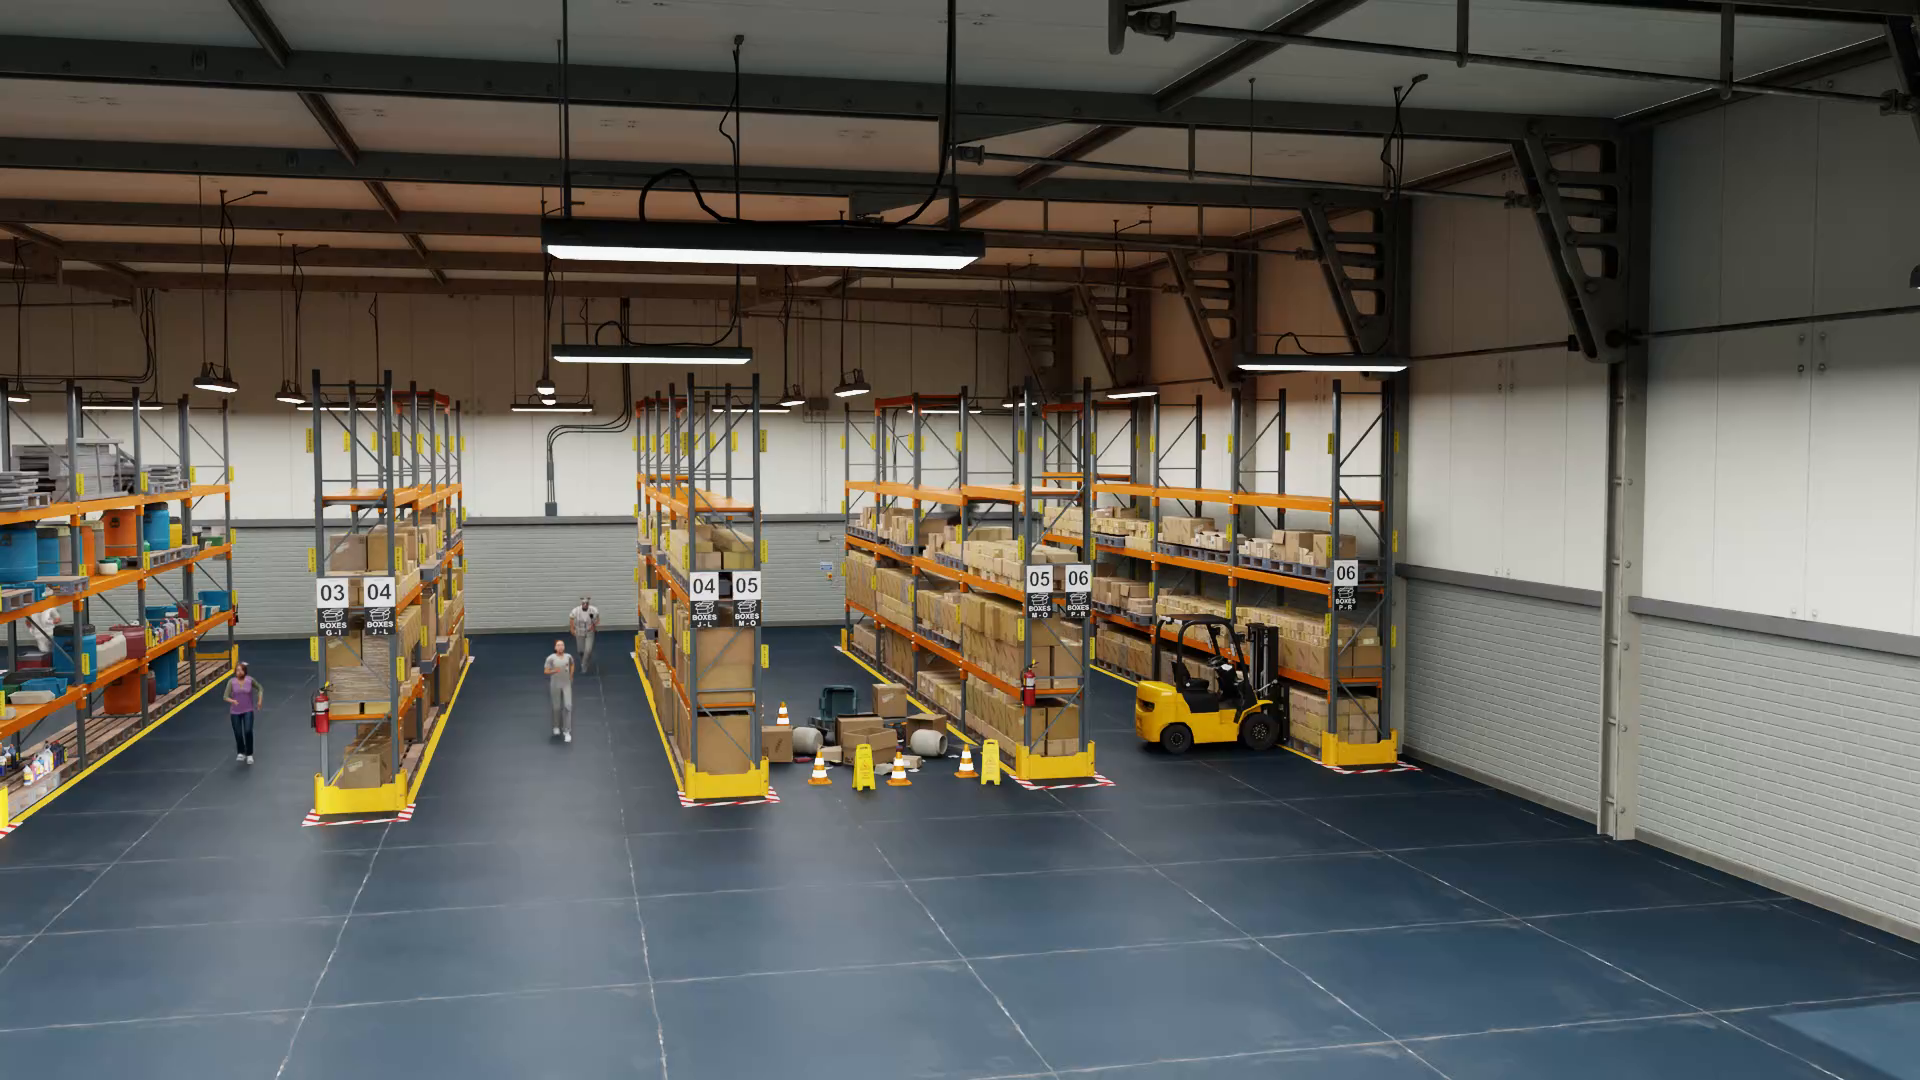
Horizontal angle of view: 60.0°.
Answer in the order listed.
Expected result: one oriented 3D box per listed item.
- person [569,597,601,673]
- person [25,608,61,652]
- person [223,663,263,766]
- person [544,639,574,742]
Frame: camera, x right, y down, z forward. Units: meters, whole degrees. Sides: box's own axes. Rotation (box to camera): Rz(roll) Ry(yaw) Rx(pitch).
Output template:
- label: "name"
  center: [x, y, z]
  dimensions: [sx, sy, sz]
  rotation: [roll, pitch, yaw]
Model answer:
- label: "person"
  center: [-8.239, 2.067, 36.545]
  dimensions: [0.657, 1.708, 0.762]
  rotation: [-1, 3, -17]
- label: "person"
  center: [-19.528, 2.073, 35.446]
  dimensions: [0.684, 1.779, 0.892]
  rotation: [-2, 4, -27]
- label: "person"
  center: [-11.156, 2.717, 25.882]
  dimensions: [0.560, 1.626, 0.682]
  rotation: [-1, 4, -20]
- label: "person"
  center: [-6.777, 2.517, 28.195]
  dimensions: [0.554, 1.700, 0.807]
  rotation: [-1, 4, -23]
